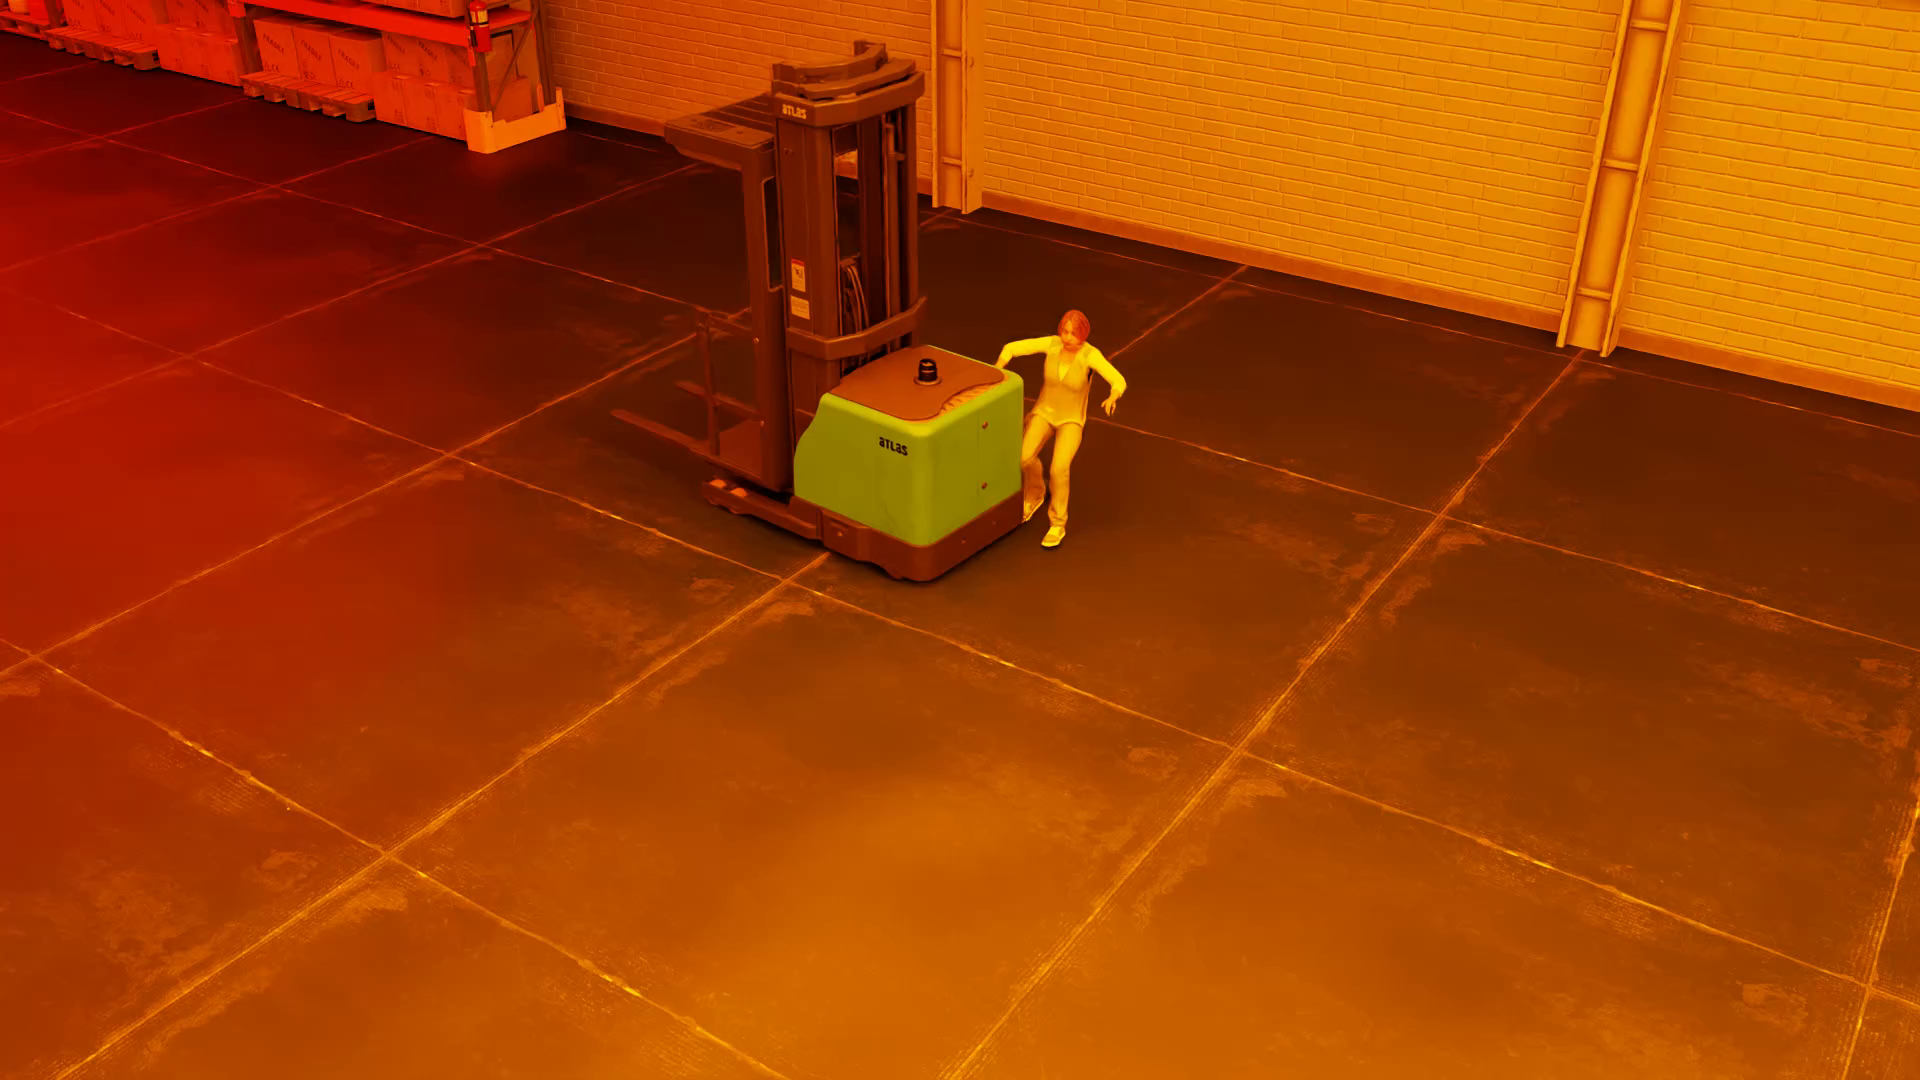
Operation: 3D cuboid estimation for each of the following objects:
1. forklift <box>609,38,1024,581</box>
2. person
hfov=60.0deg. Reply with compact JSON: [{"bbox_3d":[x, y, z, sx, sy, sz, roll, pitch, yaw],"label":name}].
[{"bbox_3d":[-1.060,-1.618,10.368,3.031,2.935,1.130,22,37,33],"label":"forklift"},{"bbox_3d":[0.564,-0.712,10.347,0.906,1.365,0.754,6,31,11],"label":"person"}]
